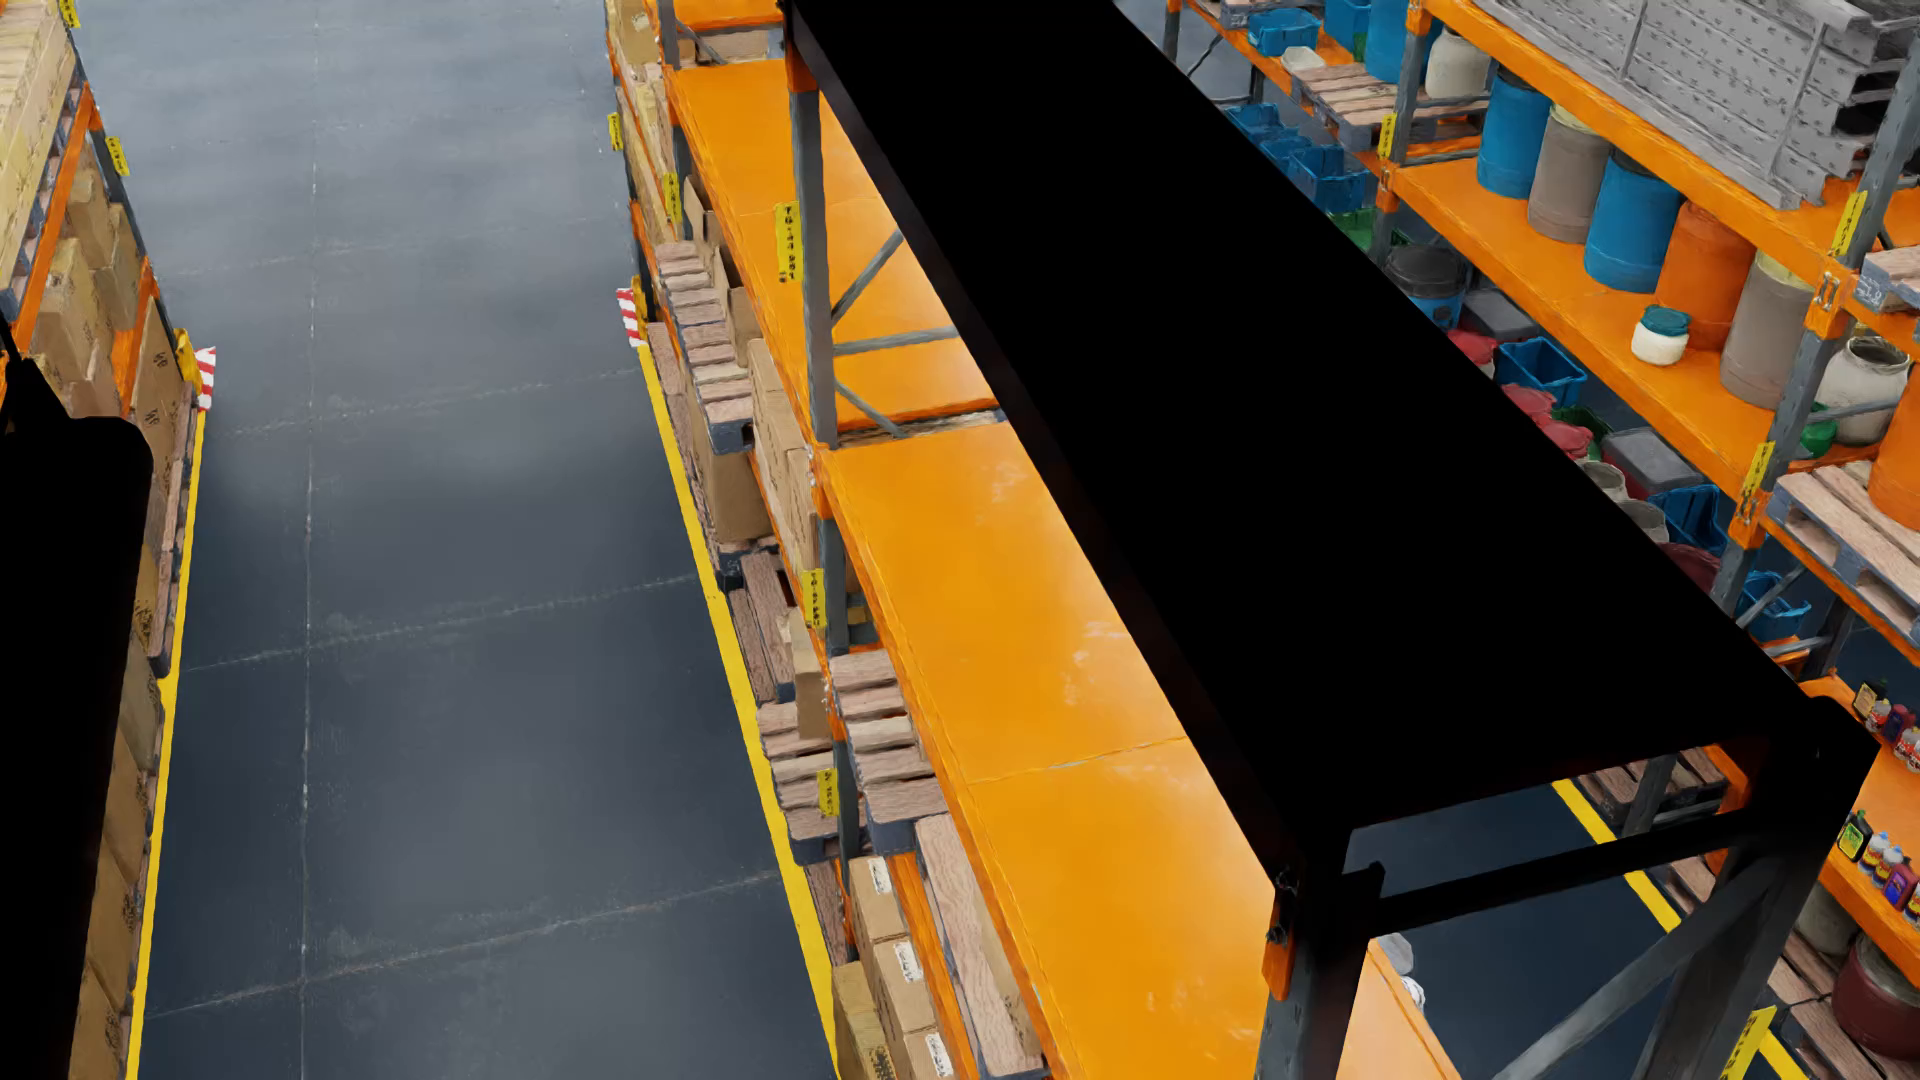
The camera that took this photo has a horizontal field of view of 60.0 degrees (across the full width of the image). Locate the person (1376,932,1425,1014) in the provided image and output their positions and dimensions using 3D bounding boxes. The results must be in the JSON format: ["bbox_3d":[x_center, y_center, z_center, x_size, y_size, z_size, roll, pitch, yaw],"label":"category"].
[{"bbox_3d":[2.042,2.560,8.285,0.495,1.589,1.086,-9,39,-11],"label":"person"}]
